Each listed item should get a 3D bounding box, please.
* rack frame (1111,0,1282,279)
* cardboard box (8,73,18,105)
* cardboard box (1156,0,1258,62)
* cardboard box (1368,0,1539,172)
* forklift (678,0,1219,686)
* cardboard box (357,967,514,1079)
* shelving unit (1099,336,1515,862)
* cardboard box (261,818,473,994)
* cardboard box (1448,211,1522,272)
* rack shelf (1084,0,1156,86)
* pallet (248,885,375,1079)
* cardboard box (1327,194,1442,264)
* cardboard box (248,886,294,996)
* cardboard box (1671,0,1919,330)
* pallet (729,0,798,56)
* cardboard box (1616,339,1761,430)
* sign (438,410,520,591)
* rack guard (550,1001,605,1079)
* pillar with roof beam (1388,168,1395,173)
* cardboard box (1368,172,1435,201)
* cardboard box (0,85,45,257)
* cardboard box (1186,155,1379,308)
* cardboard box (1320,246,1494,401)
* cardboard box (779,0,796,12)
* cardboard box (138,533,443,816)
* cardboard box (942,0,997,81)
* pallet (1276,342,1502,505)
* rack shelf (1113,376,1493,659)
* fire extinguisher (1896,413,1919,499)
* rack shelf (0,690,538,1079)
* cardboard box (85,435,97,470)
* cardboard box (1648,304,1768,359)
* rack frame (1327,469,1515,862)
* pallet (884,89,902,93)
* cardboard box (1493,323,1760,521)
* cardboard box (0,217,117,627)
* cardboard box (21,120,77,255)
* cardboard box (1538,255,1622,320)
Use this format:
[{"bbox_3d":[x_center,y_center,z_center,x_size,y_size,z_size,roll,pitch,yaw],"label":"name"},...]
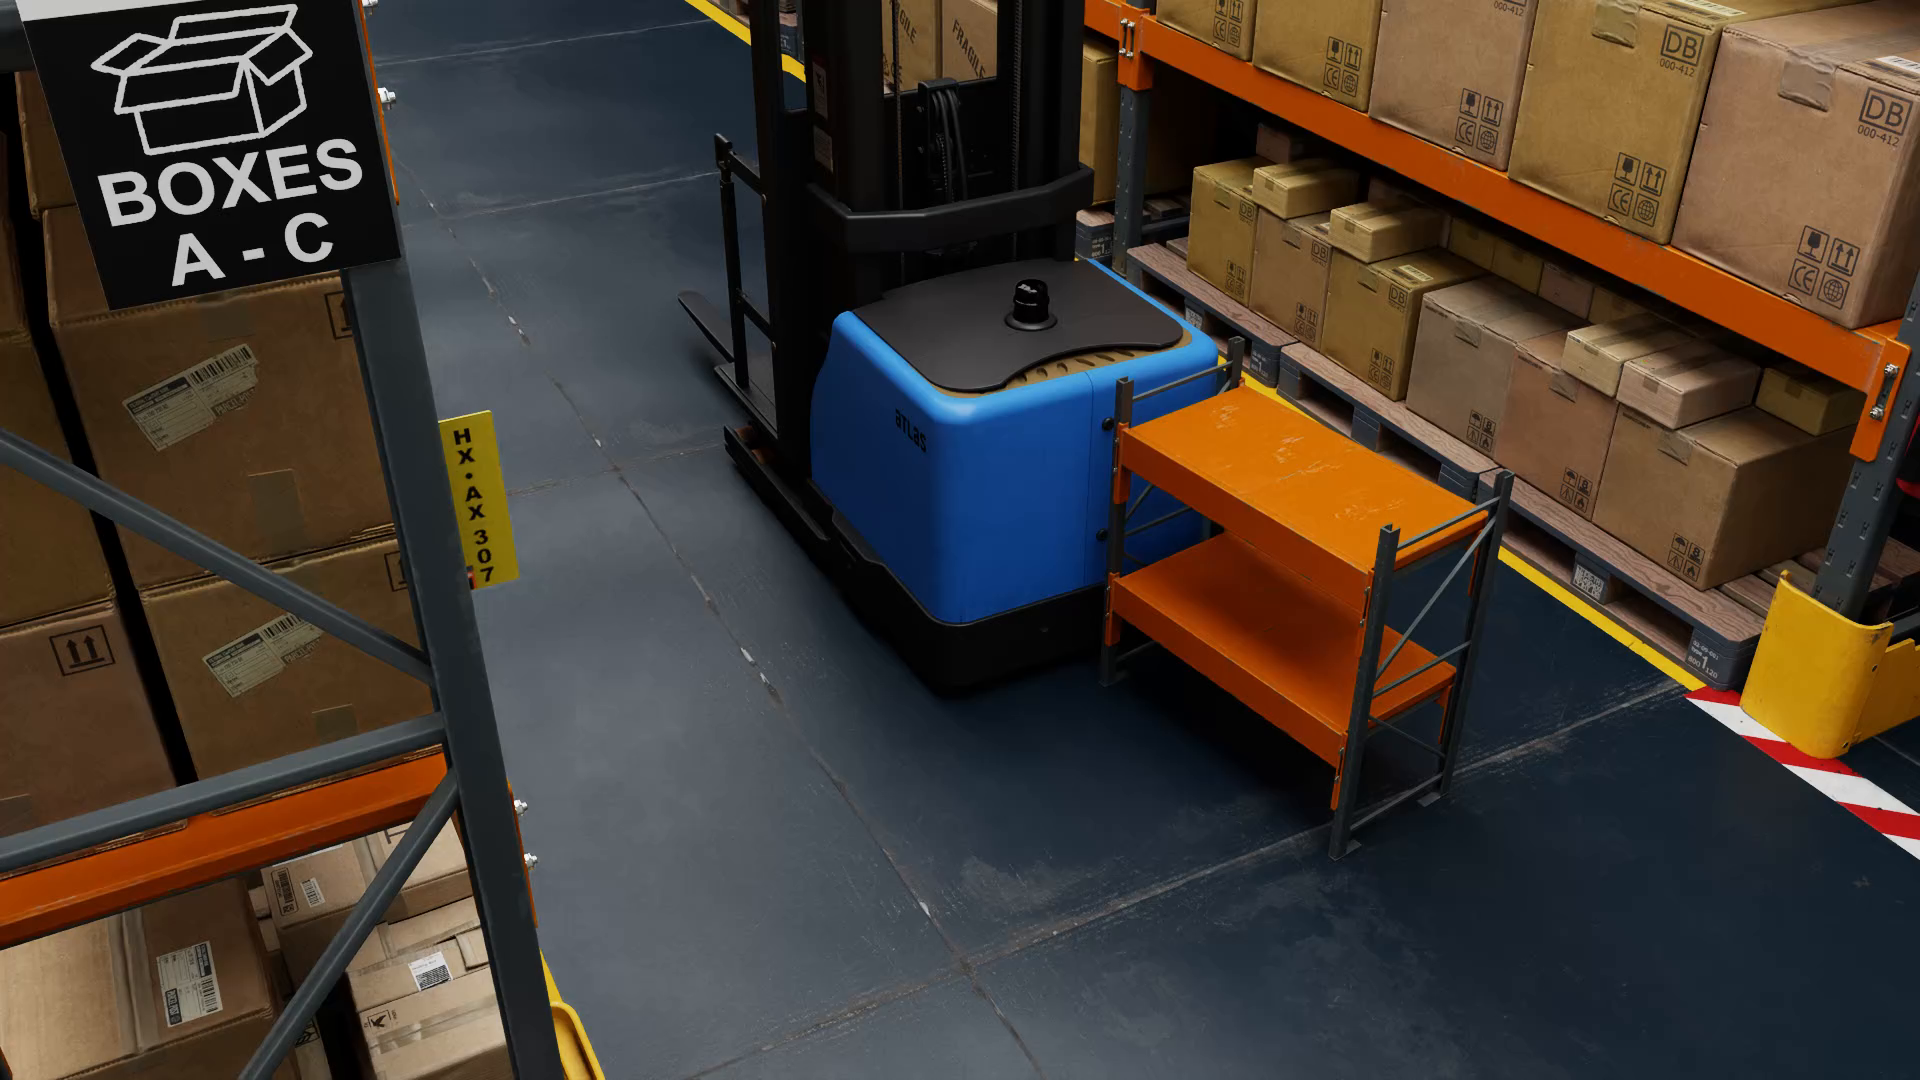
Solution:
[{"bbox_3d":[1.232,-2.716,7.709,1.000,3.000,0.127,-16,36,-23],"label":"rack frame"},{"bbox_3d":[-2.698,-1.144,4.236,0.500,0.500,0.500,-17,36,-24],"label":"cardboard box"},{"bbox_3d":[1.470,-2.579,7.217,0.980,0.700,0.700,-15,36,-22],"label":"cardboard box"},{"bbox_3d":[2.153,-1.885,6.133,0.980,0.700,0.700,-18,37,-25],"label":"cardboard box"},{"bbox_3d":[-0.292,-1.535,5.929,1.130,2.935,3.031,-16,36,-23],"label":"forklift"},{"bbox_3d":[-1.175,1.170,3.879,0.380,0.149,0.250,-16,36,-23],"label":"cardboard box"},{"bbox_3d":[0.973,0.148,4.976,0.538,1.125,1.048,-22,39,-30],"label":"shelving unit"},{"bbox_3d":[-1.520,0.844,4.293,0.500,0.250,0.500,-16,36,-23],"label":"cardboard box"},{"bbox_3d":[2.207,-1.230,6.715,0.380,0.149,0.250,-17,36,-24],"label":"cardboard box"},{"bbox_3d":[0.299,-3.368,9.393,1.077,0.370,4.000,-16,36,-23],"label":"rack shelf"},{"bbox_3d":[-1.692,1.198,4.184,1.003,0.211,1.213,-16,36,-23],"label":"pallet"},{"bbox_3d":[1.731,-1.272,6.782,0.380,0.149,0.250,-17,36,-24],"label":"cardboard box"},{"bbox_3d":[-1.865,1.035,4.073,0.380,0.166,0.250,-16,36,-23],"label":"cardboard box"},{"bbox_3d":[2.850,-1.174,5.024,0.980,0.700,0.700,-14,35,-21],"label":"cardboard box"},{"bbox_3d":[-0.997,-3.824,12.023,1.003,0.211,1.213,-16,36,-23],"label":"pallet"},{"bbox_3d":[2.461,-0.529,5.621,0.380,0.149,0.250,-16,36,-24],"label":"cardboard box"},{"bbox_3d":[-0.804,-0.060,2.761,0.100,0.325,0.005,-16,36,-23],"label":"sign"},{"bbox_3d":[-1.319,1.457,3.513,1.175,0.500,0.348,-16,36,-23],"label":"rack guard"},{"bbox_3d":[-1.485,-4.043,4.218,9.100,9.000,0.400,-16,36,-23],"label":"pillar with roof beam"},{"bbox_3d":[1.968,-1.473,7.096,0.380,0.149,0.250,-17,36,-25],"label":"cardboard box"},{"bbox_3d":[-2.217,-0.653,3.469,0.500,0.500,0.500,-15,36,-22],"label":"cardboard box"},{"bbox_3d":[1.490,-1.458,7.672,0.700,0.500,0.500,-15,36,-23],"label":"cardboard box"},{"bbox_3d":[1.958,-0.972,6.914,0.700,0.500,0.500,-15,36,-22],"label":"cardboard box"},{"bbox_3d":[-1.015,-4.088,11.760,0.700,0.500,0.500,-15,36,-22],"label":"cardboard box"},{"bbox_3d":[-1.258,0.120,3.189,0.500,0.500,0.500,-15,36,-22],"label":"cardboard box"},{"bbox_3d":[0.396,-2.689,9.269,0.750,0.750,0.750,-15,35,-22],"label":"cardboard box"},{"bbox_3d":[2.090,-0.576,6.954,1.003,0.211,1.213,-16,36,-23],"label":"pallet"},{"bbox_3d":[0.973,-0.098,4.818,0.538,0.278,1.000,-22,39,-30],"label":"rack shelf"},{"bbox_3d":[2.759,-0.429,4.557,0.296,0.674,0.183,-16,36,-23],"label":"fire extinguisher"},{"bbox_3d":[-2.217,-0.211,4.465,1.077,0.370,4.000,-16,36,-23],"label":"rack shelf"},{"bbox_3d":[-1.979,0.007,3.366,0.500,0.500,0.500,-16,36,-23],"label":"cardboard box"},{"bbox_3d":[2.680,-0.746,5.960,0.380,0.149,0.250,-16,36,-23],"label":"cardboard box"},{"bbox_3d":[1.275,0.369,4.632,0.500,1.125,0.032,-22,39,-30],"label":"rack frame"},{"bbox_3d":[0.232,-2.474,9.916,1.003,0.211,1.213,-16,36,-23],"label":"pallet"},{"bbox_3d":[2.448,-0.479,6.145,0.700,0.500,0.500,-16,36,-23],"label":"cardboard box"},{"bbox_3d":[-1.735,-0.166,2.708,0.500,0.500,0.500,-16,36,-24],"label":"cardboard box"},{"bbox_3d":[-1.508,-0.548,3.305,0.500,0.500,0.500,-15,36,-23],"label":"cardboard box"},{"bbox_3d":[2.444,-0.986,6.336,0.380,0.149,0.250,-15,36,-22],"label":"cardboard box"}]
